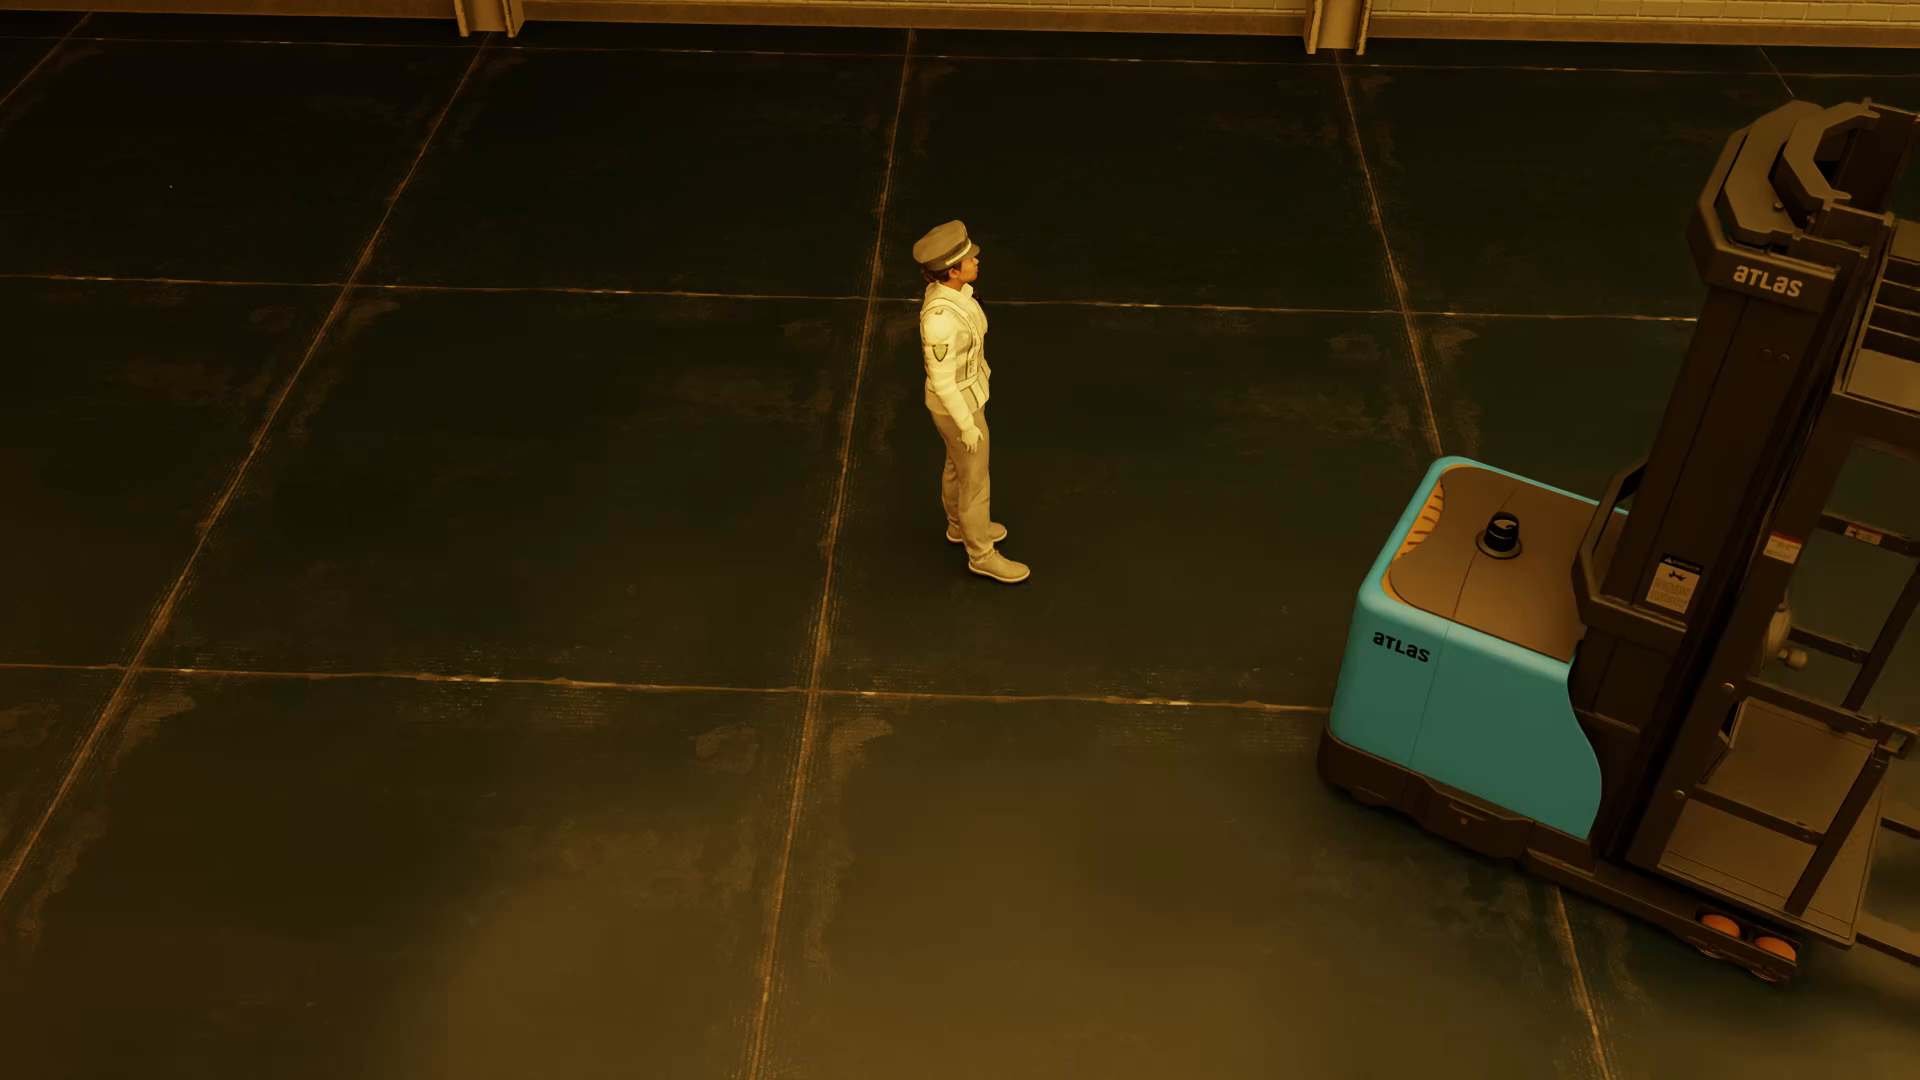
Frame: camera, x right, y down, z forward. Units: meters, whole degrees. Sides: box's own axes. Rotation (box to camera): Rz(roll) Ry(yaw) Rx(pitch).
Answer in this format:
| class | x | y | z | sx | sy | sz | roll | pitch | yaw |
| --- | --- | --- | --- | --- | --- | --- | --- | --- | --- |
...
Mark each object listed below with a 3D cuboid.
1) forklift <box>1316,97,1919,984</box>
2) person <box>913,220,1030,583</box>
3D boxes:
| class | x | y | z | sx | sy | sz | roll | pitch | yaw |
| --- | --- | --- | --- | --- | --- | --- | --- | --- | --- |
| forklift | 2.992 | 0.129 | 5.601 | 3.031 | 2.935 | 1.130 | 21 | 47 | 22 |
| person | 0.068 | -0.625 | 7.333 | 0.531 | 1.695 | 0.588 | 2 | 42 | 2 |
